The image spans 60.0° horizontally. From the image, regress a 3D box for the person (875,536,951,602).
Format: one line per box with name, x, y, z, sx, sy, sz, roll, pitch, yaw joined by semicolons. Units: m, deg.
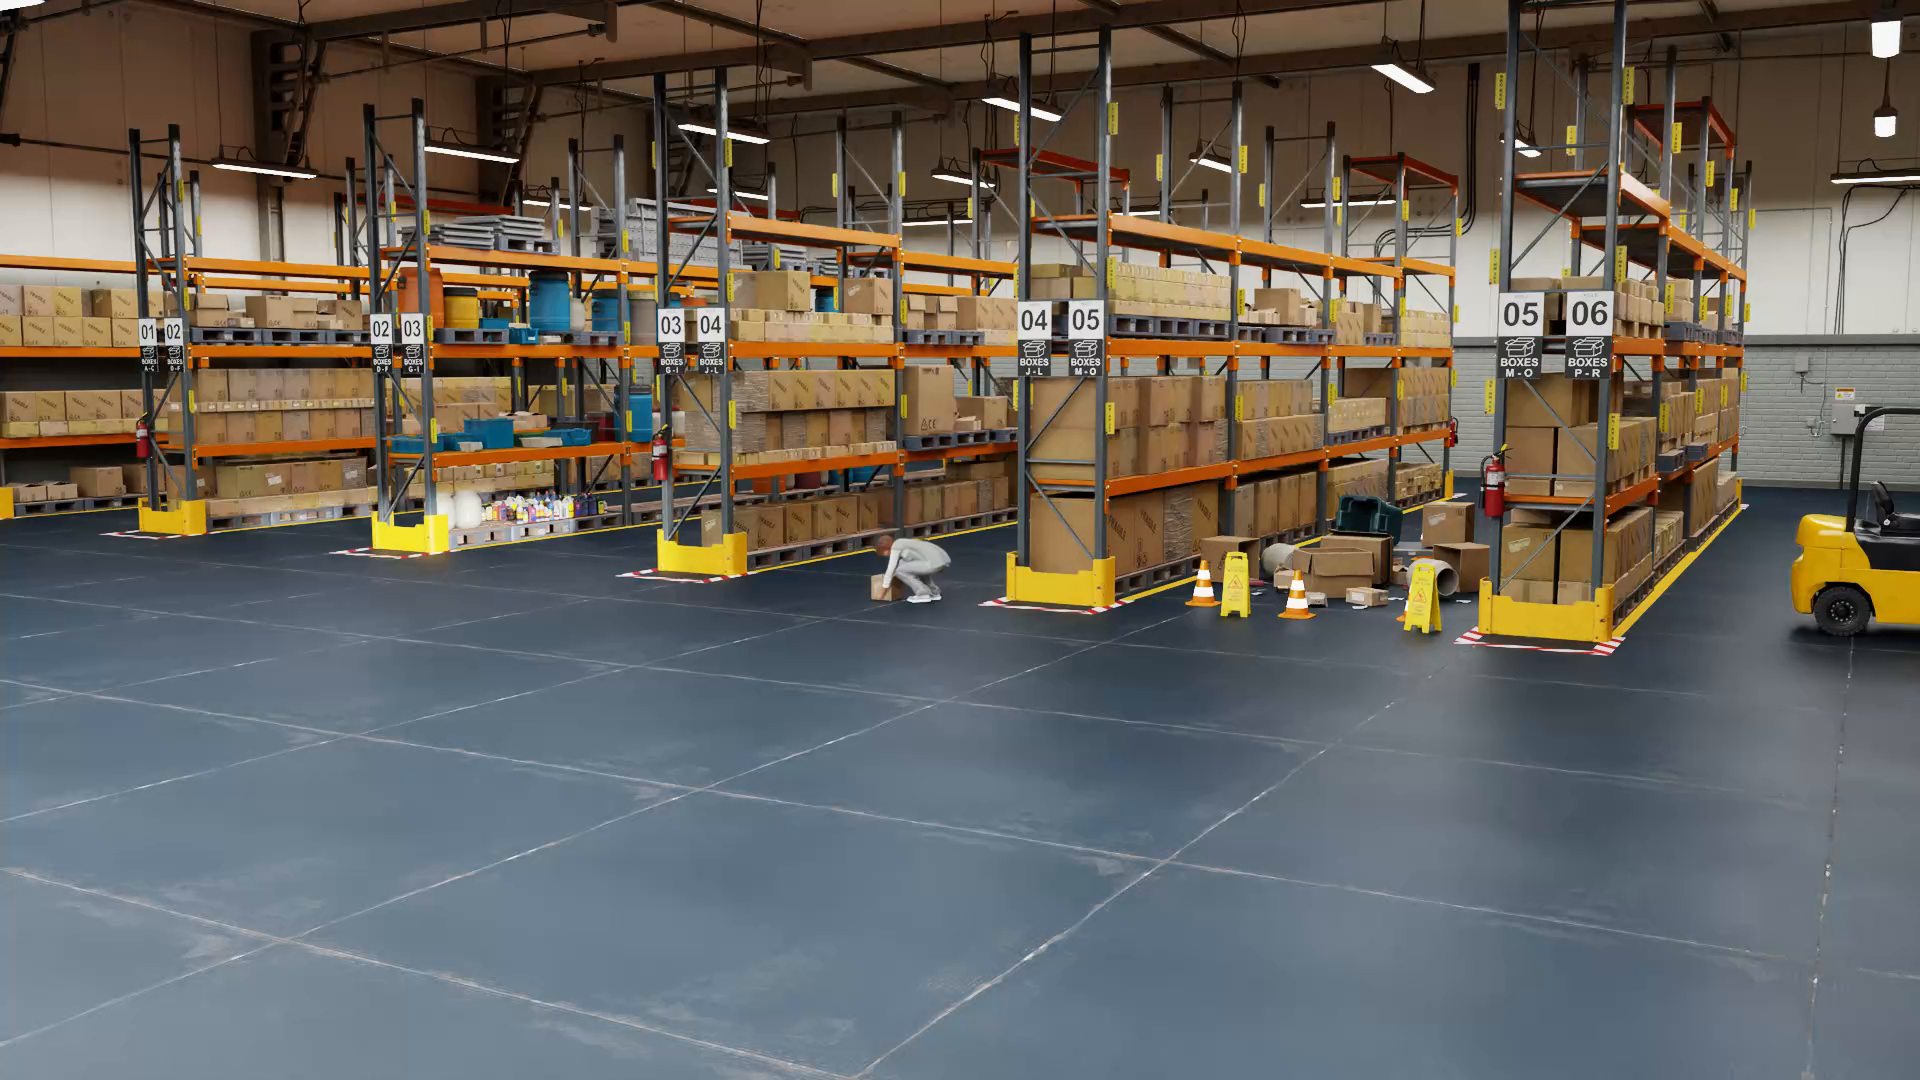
person;-0.512;0.329;17.914;0.850;0.731;0.425;3;7;27
